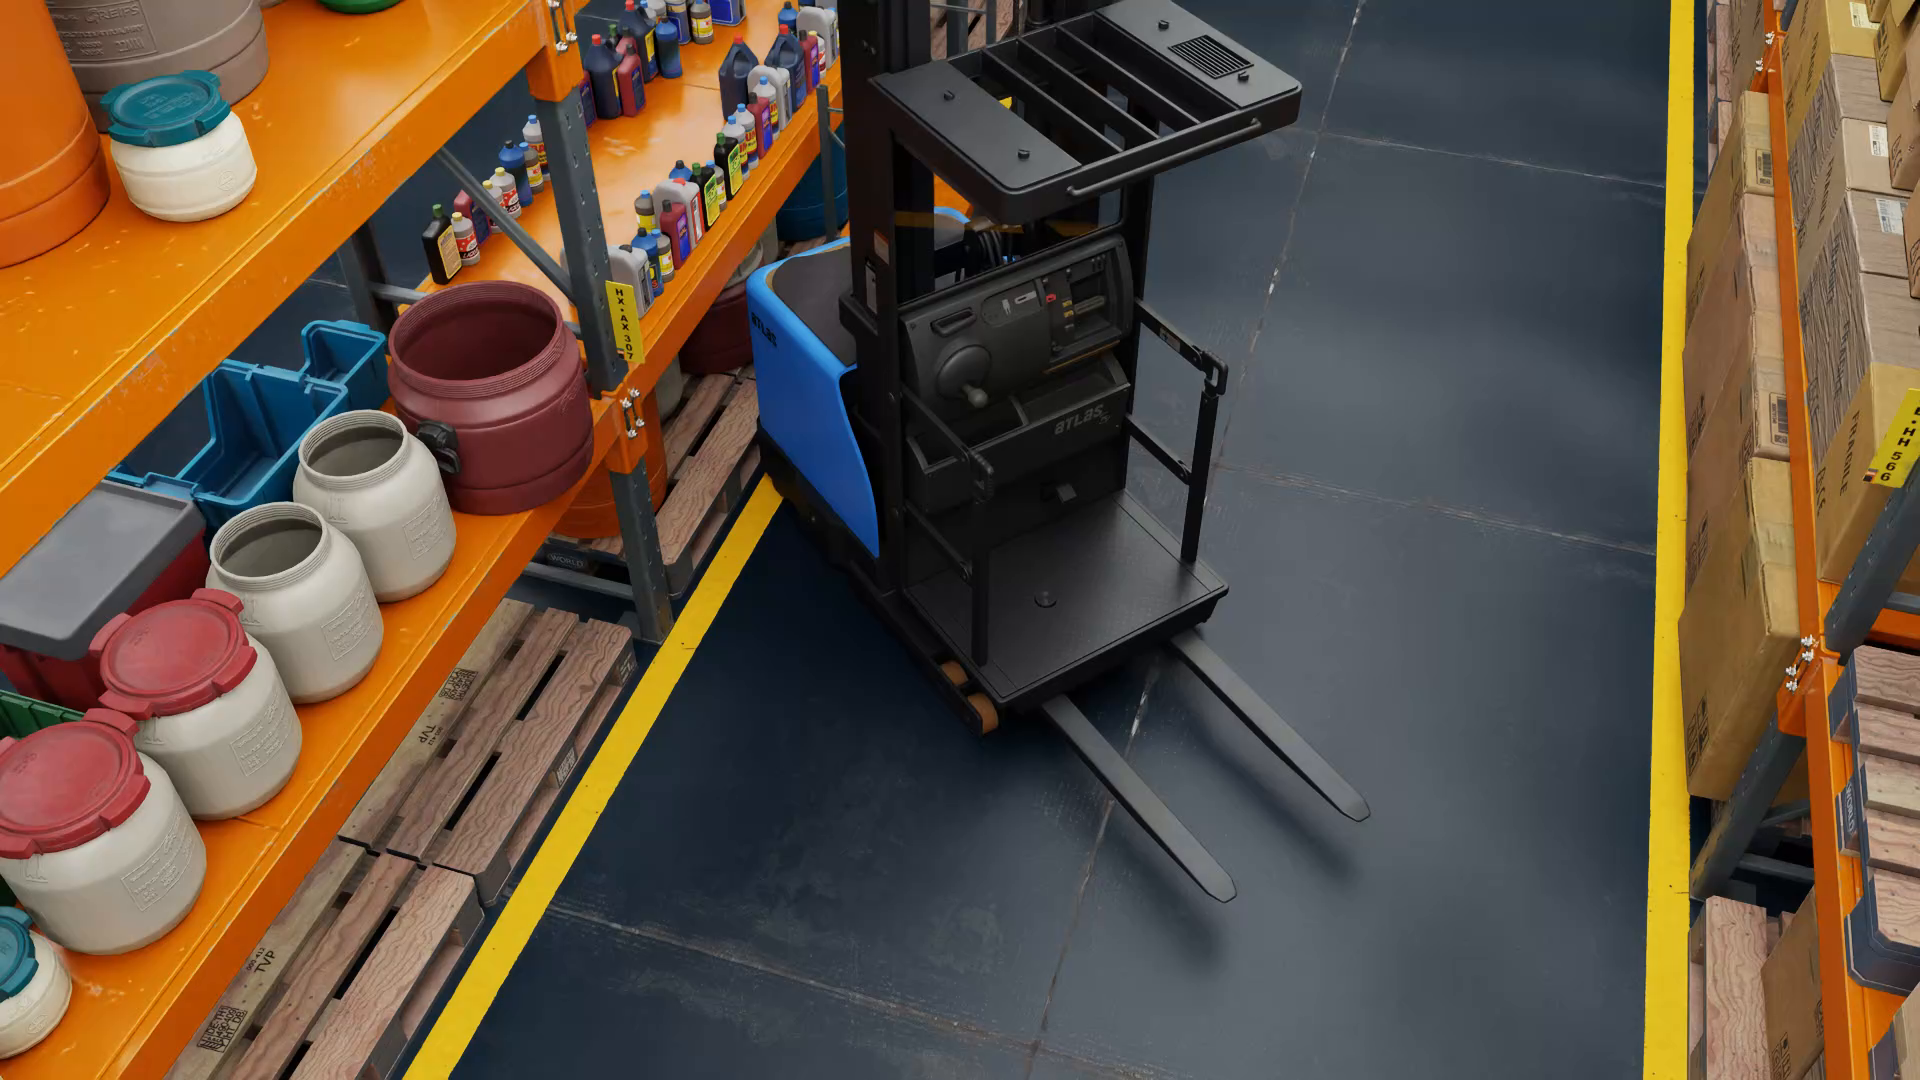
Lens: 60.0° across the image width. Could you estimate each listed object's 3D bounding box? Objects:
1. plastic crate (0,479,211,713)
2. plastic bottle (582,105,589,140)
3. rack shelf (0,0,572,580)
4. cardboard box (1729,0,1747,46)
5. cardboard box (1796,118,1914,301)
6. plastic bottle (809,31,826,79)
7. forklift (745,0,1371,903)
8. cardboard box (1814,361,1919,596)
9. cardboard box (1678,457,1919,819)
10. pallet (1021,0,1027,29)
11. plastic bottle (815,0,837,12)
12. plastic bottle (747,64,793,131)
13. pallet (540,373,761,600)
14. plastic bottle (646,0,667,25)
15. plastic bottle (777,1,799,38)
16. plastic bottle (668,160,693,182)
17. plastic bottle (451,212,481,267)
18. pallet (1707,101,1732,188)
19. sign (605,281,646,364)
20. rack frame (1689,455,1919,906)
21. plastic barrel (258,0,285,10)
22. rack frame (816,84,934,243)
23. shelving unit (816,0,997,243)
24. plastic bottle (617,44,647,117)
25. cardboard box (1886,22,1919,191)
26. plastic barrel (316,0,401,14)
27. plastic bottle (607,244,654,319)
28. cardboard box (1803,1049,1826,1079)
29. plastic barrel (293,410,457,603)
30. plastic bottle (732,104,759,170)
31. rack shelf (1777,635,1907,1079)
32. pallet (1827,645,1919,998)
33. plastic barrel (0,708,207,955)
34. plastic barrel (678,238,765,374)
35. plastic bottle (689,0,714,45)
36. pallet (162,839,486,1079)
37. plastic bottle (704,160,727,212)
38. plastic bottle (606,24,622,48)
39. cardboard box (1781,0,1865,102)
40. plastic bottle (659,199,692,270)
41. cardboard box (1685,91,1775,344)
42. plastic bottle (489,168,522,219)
[{"bbox_3d":[-2.441,0.200,4.754,0.402,0.464,0.583,13,46,13],"label":"plastic crate"},{"bbox_3d":[-1.616,-1.759,6.944,0.097,0.201,0.097,0,44,0],"label":"plastic bottle"},{"bbox_3d":[-2.266,-0.271,3.651,1.077,0.370,4.000,13,46,13],"label":"rack shelf"},{"bbox_3d":[5.090,-3.413,9.711,0.875,0.875,0.875,13,46,13],"label":"cardboard box"},{"bbox_3d":[3.439,-1.174,6.133,0.500,0.500,0.500,13,46,13],"label":"cardboard box"},{"bbox_3d":[-0.644,-2.146,7.339,0.097,0.201,0.097,0,44,0],"label":"plastic bottle"},{"bbox_3d":[0.340,-0.683,5.751,1.130,2.935,3.031,-25,49,-23],"label":"forklift"},{"bbox_3d":[2.973,-0.157,5.093,0.500,0.500,0.500,14,46,14],"label":"cardboard box"},{"bbox_3d":[3.289,0.414,5.800,1.225,0.875,0.875,11,45,11],"label":"cardboard box"},{"bbox_3d":[0.104,-3.773,10.854,1.003,0.211,1.213,13,46,13],"label":"pallet"},{"bbox_3d":[-0.564,-2.410,7.556,0.152,0.276,0.135,13,46,13],"label":"plastic bottle"},{"bbox_3d":[-0.801,-1.889,7.023,0.152,0.276,0.135,13,46,13],"label":"plastic bottle"},{"bbox_3d":[-1.461,-0.327,7.332,1.003,0.211,1.213,13,46,13],"label":"pallet"},{"bbox_3d":[-1.364,-2.338,7.486,0.097,0.271,0.097,0,44,0],"label":"plastic bottle"},{"bbox_3d":[-0.759,-2.268,7.414,0.097,0.271,0.097,0,44,0],"label":"plastic bottle"},{"bbox_3d":[-1.078,-1.356,6.482,0.097,0.271,0.097,0,44,0],"label":"plastic bottle"},{"bbox_3d":[-1.892,-1.151,6.323,0.097,0.201,0.097,0,44,0],"label":"plastic bottle"},{"bbox_3d":[4.576,-1.900,8.940,1.003,0.211,1.213,13,46,13],"label":"pallet"},{"bbox_3d":[-1.134,-0.736,5.639,0.100,0.325,0.005,13,46,13],"label":"sign"},{"bbox_3d":[3.060,0.260,4.739,1.000,3.000,0.127,13,46,13],"label":"rack frame"},{"bbox_3d":[-2.046,-1.759,4.577,0.421,0.512,0.421,0,44,0],"label":"plastic barrel"},{"bbox_3d":[-0.356,-1.313,7.418,0.500,1.500,0.032,11,46,11],"label":"rack frame"},{"bbox_3d":[-0.214,-1.661,7.774,0.587,1.500,1.083,11,46,11],"label":"shelving unit"},{"bbox_3d":[-1.405,-1.962,7.093,0.061,0.283,0.133,13,46,13],"label":"plastic bottle"},{"bbox_3d":[3.694,-1.500,5.749,0.797,0.503,0.637,14,46,14],"label":"cardboard box"},{"bbox_3d":[-1.686,-1.630,4.637,0.294,0.245,0.294,0,44,0],"label":"plastic barrel"},{"bbox_3d":[-1.221,-0.965,6.079,0.152,0.276,0.135,13,46,13],"label":"plastic bottle"},{"bbox_3d":[2.720,1.819,4.618,0.700,0.500,0.500,9,45,9],"label":"cardboard box"},{"bbox_3d":[-1.768,-0.098,5.025,0.421,0.512,0.421,0,44,0],"label":"plastic barrel"},{"bbox_3d":[-0.880,-1.651,6.783,0.097,0.271,0.097,0,44,0],"label":"plastic bottle"},{"bbox_3d":[2.454,1.850,3.628,1.077,0.370,4.000,13,46,13],"label":"rack shelf"},{"bbox_3d":[2.946,0.826,4.297,1.213,0.211,1.003,13,46,13],"label":"pallet"},{"bbox_3d":[-2.151,0.748,4.142,0.433,0.535,0.433,0,44,0],"label":"plastic barrel"},{"bbox_3d":[-1.186,-1.160,7.613,0.600,0.588,0.708,13,46,13],"label":"plastic barrel"},{"bbox_3d":[-1.178,-2.371,7.569,0.097,0.201,0.097,0,44,0],"label":"plastic bottle"},{"bbox_3d":[-2.303,1.526,5.438,1.003,0.211,1.213,13,46,13],"label":"pallet"},{"bbox_3d":[-0.979,-1.407,6.584,0.097,0.201,0.097,0,44,0],"label":"plastic bottle"},{"bbox_3d":[-1.502,-2.081,7.215,0.061,0.283,0.133,13,46,13],"label":"plastic bottle"},{"bbox_3d":[3.894,-2.188,7.169,0.500,0.500,0.500,13,46,13],"label":"cardboard box"},{"bbox_3d":[-1.078,-1.177,6.290,0.061,0.283,0.133,13,46,13],"label":"plastic bottle"},{"bbox_3d":[4.097,-1.366,7.619,1.225,0.875,0.875,13,46,13],"label":"cardboard box"},{"bbox_3d":[-1.793,-1.370,6.546,0.097,0.201,0.097,0,44,0],"label":"plastic bottle"}]
